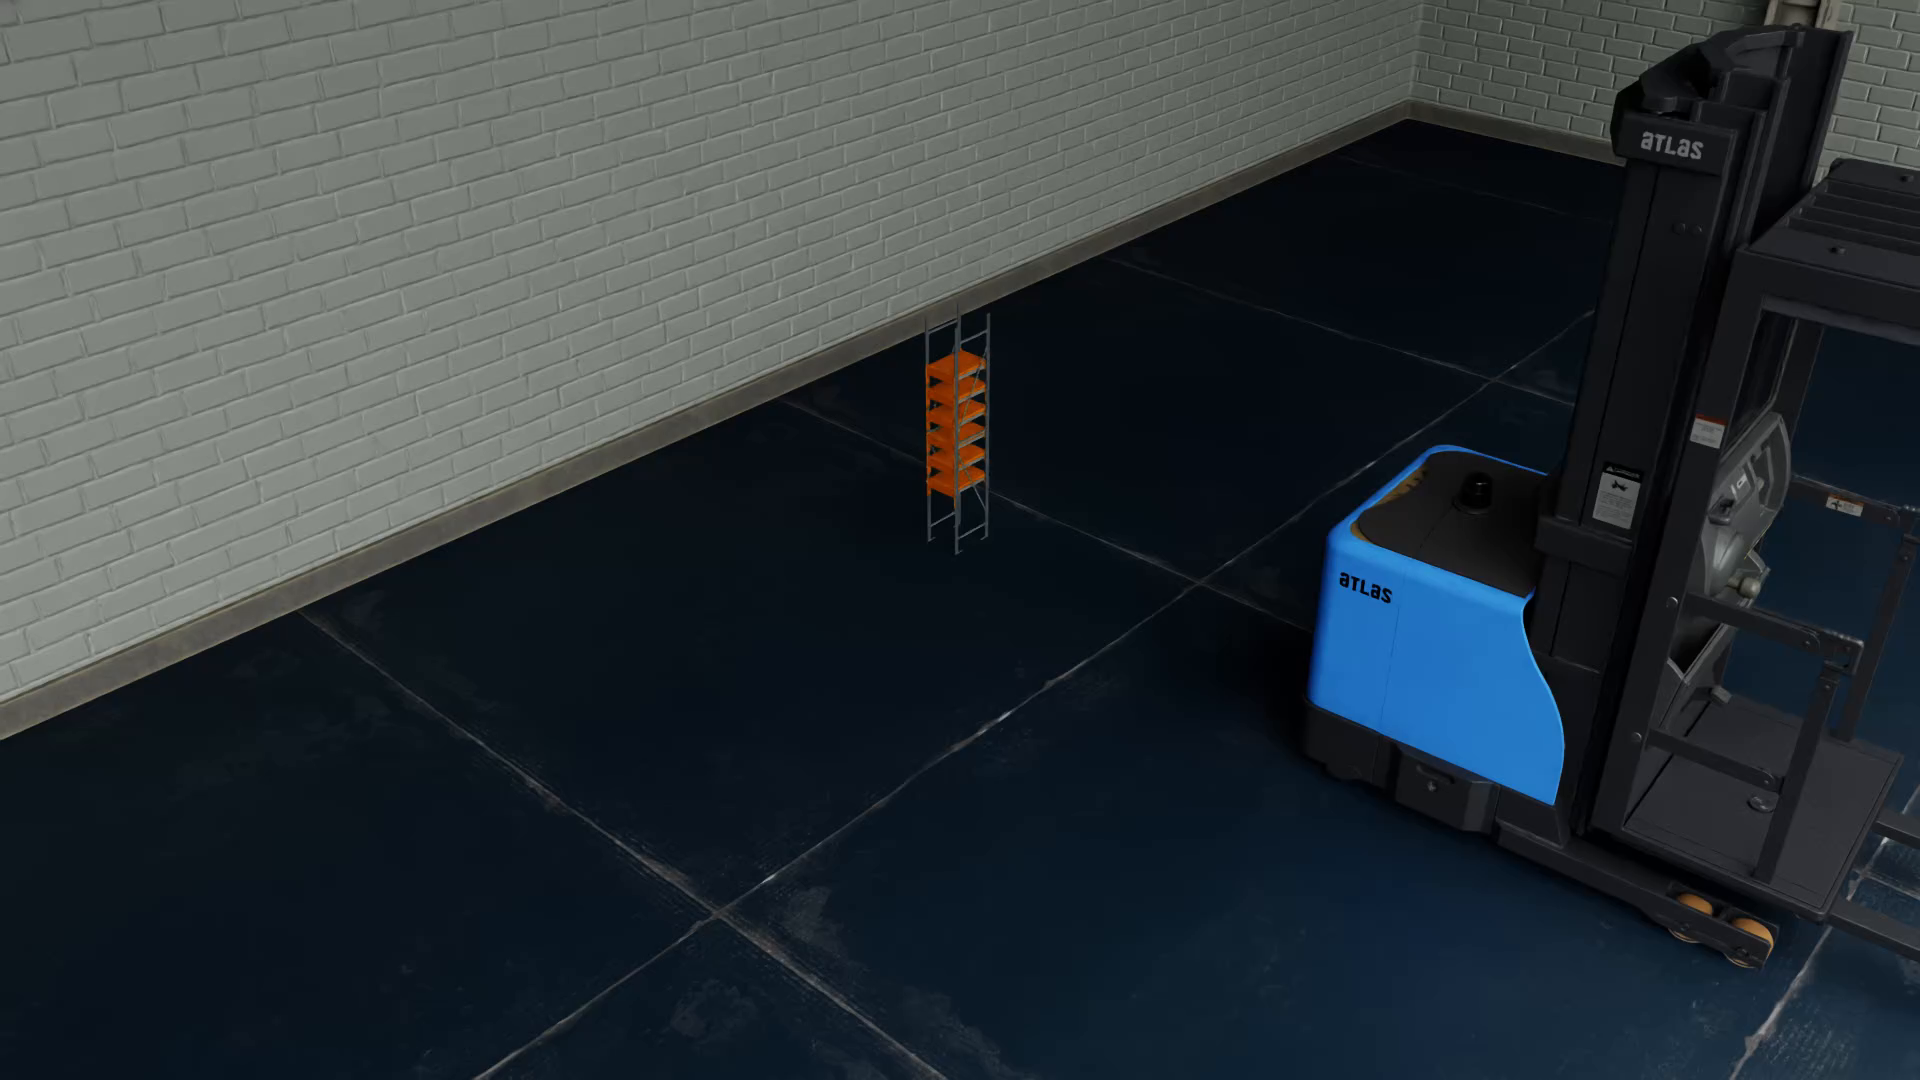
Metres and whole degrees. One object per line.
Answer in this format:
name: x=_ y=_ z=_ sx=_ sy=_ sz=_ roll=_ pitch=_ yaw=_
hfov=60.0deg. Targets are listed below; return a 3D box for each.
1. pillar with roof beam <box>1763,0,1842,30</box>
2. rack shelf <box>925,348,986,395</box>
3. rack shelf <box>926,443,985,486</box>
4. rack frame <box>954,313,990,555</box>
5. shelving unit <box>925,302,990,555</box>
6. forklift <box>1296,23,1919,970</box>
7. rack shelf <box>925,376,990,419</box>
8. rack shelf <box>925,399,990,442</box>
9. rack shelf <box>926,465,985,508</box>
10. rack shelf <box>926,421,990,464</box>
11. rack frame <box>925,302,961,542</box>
pillar with roof beam: x=3.070 y=-4.752 z=7.418 sx=0.400 sy=9.000 sz=9.100 roll=25 pitch=39 yaw=35
rack shelf: x=-0.011 y=-0.789 z=7.786 sx=0.180 sy=0.103 sz=0.258 roll=25 pitch=39 yaw=35
rack shelf: x=-0.011 y=-0.378 z=8.034 sx=0.180 sy=0.103 sz=0.258 roll=25 pitch=39 yaw=35
rack frame: x=0.057 y=-0.487 z=7.896 sx=0.006 sy=1.200 sz=0.240 roll=25 pitch=39 yaw=35
shelving unit: x=-0.011 y=-0.519 z=7.949 sx=0.189 sy=1.200 sz=0.258 roll=25 pitch=39 yaw=35
forklift: x=2.827 y=-0.081 z=5.542 sx=3.031 sy=2.935 sz=1.130 roll=23 pitch=38 yaw=33
rack shelf: x=-0.011 y=-0.687 z=7.848 sx=0.180 sy=0.103 sz=0.258 roll=25 pitch=39 yaw=35
rack shelf: x=-0.011 y=-0.584 z=7.910 sx=0.180 sy=0.103 sz=0.258 roll=25 pitch=39 yaw=35
rack shelf: x=-0.011 y=-0.275 z=8.096 sx=0.180 sy=0.103 sz=0.258 roll=25 pitch=39 yaw=35
rack shelf: x=-0.011 y=-0.481 z=7.972 sx=0.180 sy=0.103 sz=0.258 roll=25 pitch=39 yaw=35
rack frame: x=-0.079 y=-0.551 z=8.001 sx=0.006 sy=1.200 sz=0.240 roll=25 pitch=39 yaw=35
